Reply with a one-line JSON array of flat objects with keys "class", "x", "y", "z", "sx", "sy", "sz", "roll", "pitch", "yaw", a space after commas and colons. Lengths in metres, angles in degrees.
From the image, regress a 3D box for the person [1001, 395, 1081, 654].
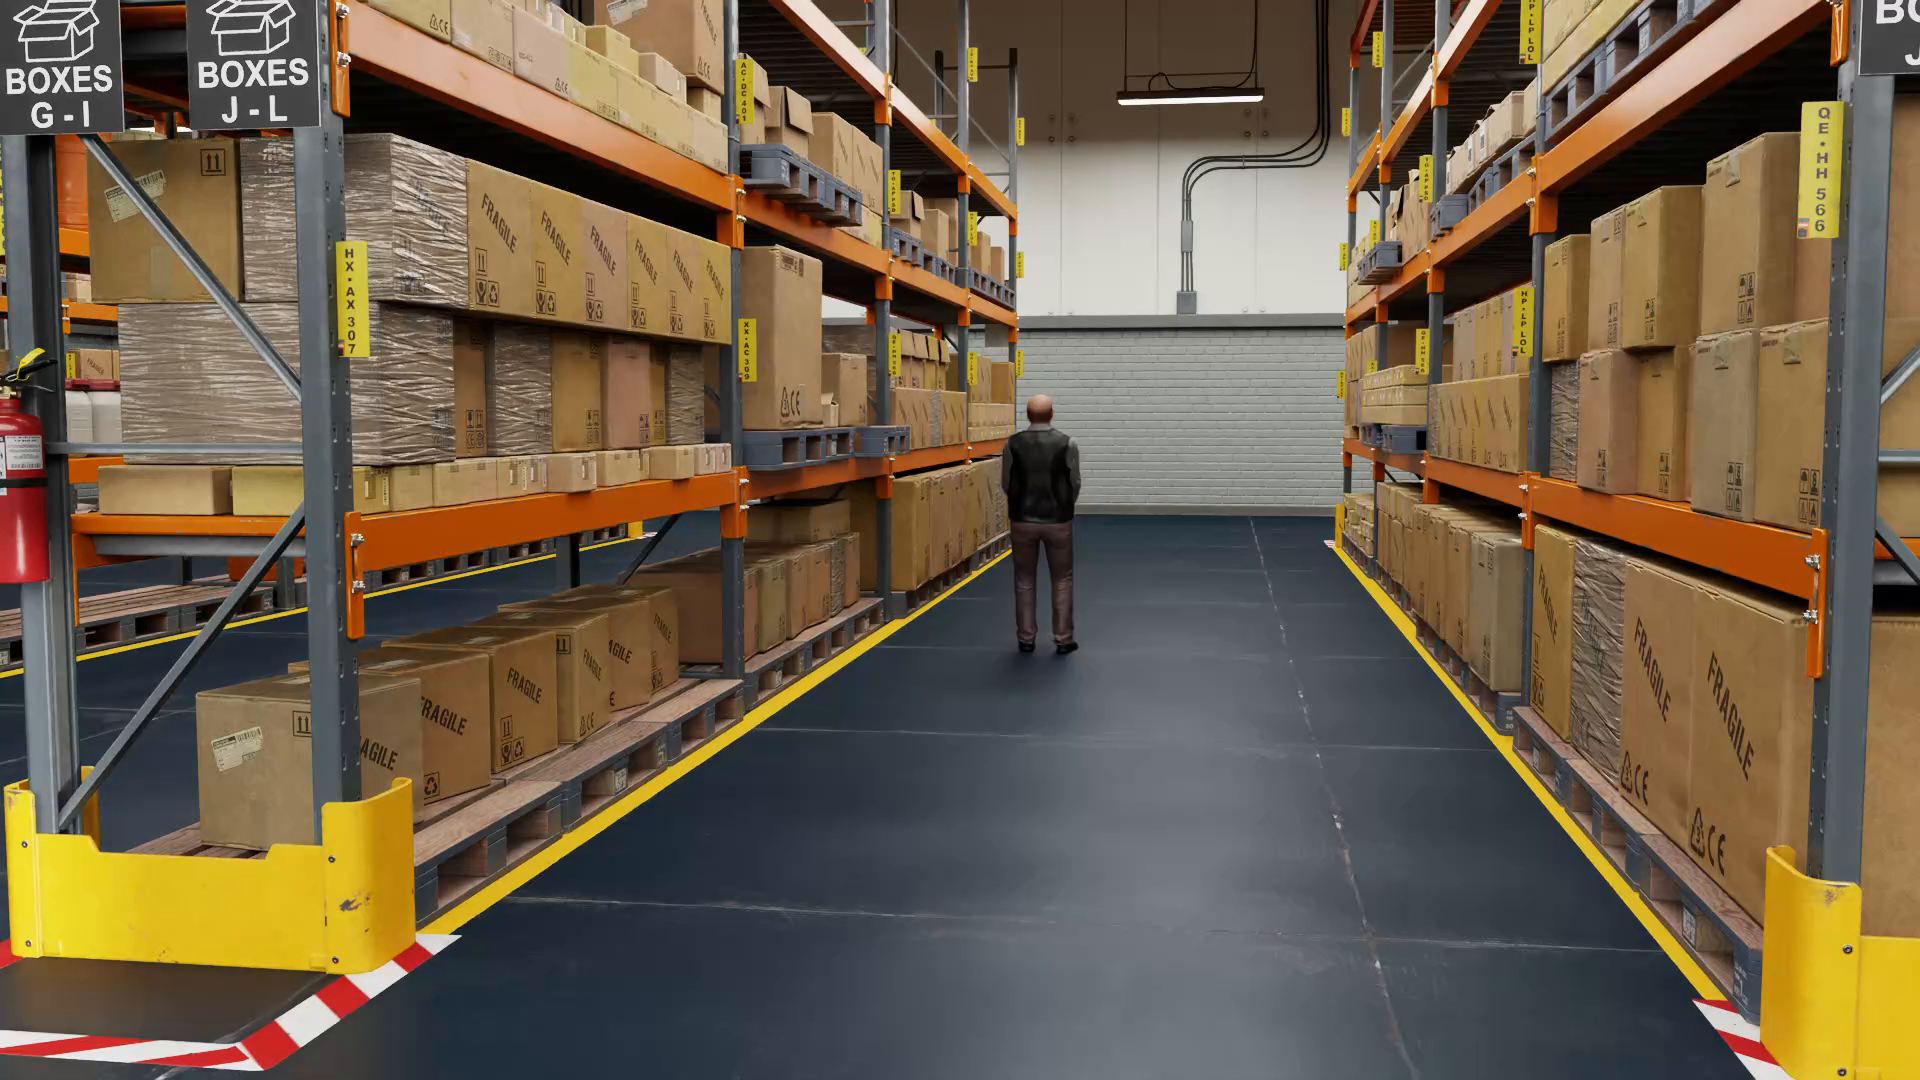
[{"class": "person", "x": 0.547, "y": -0.068, "z": 11.200, "sx": 0.539, "sy": 1.639, "sz": 0.504, "roll": 1, "pitch": 4, "yaw": 8}]
